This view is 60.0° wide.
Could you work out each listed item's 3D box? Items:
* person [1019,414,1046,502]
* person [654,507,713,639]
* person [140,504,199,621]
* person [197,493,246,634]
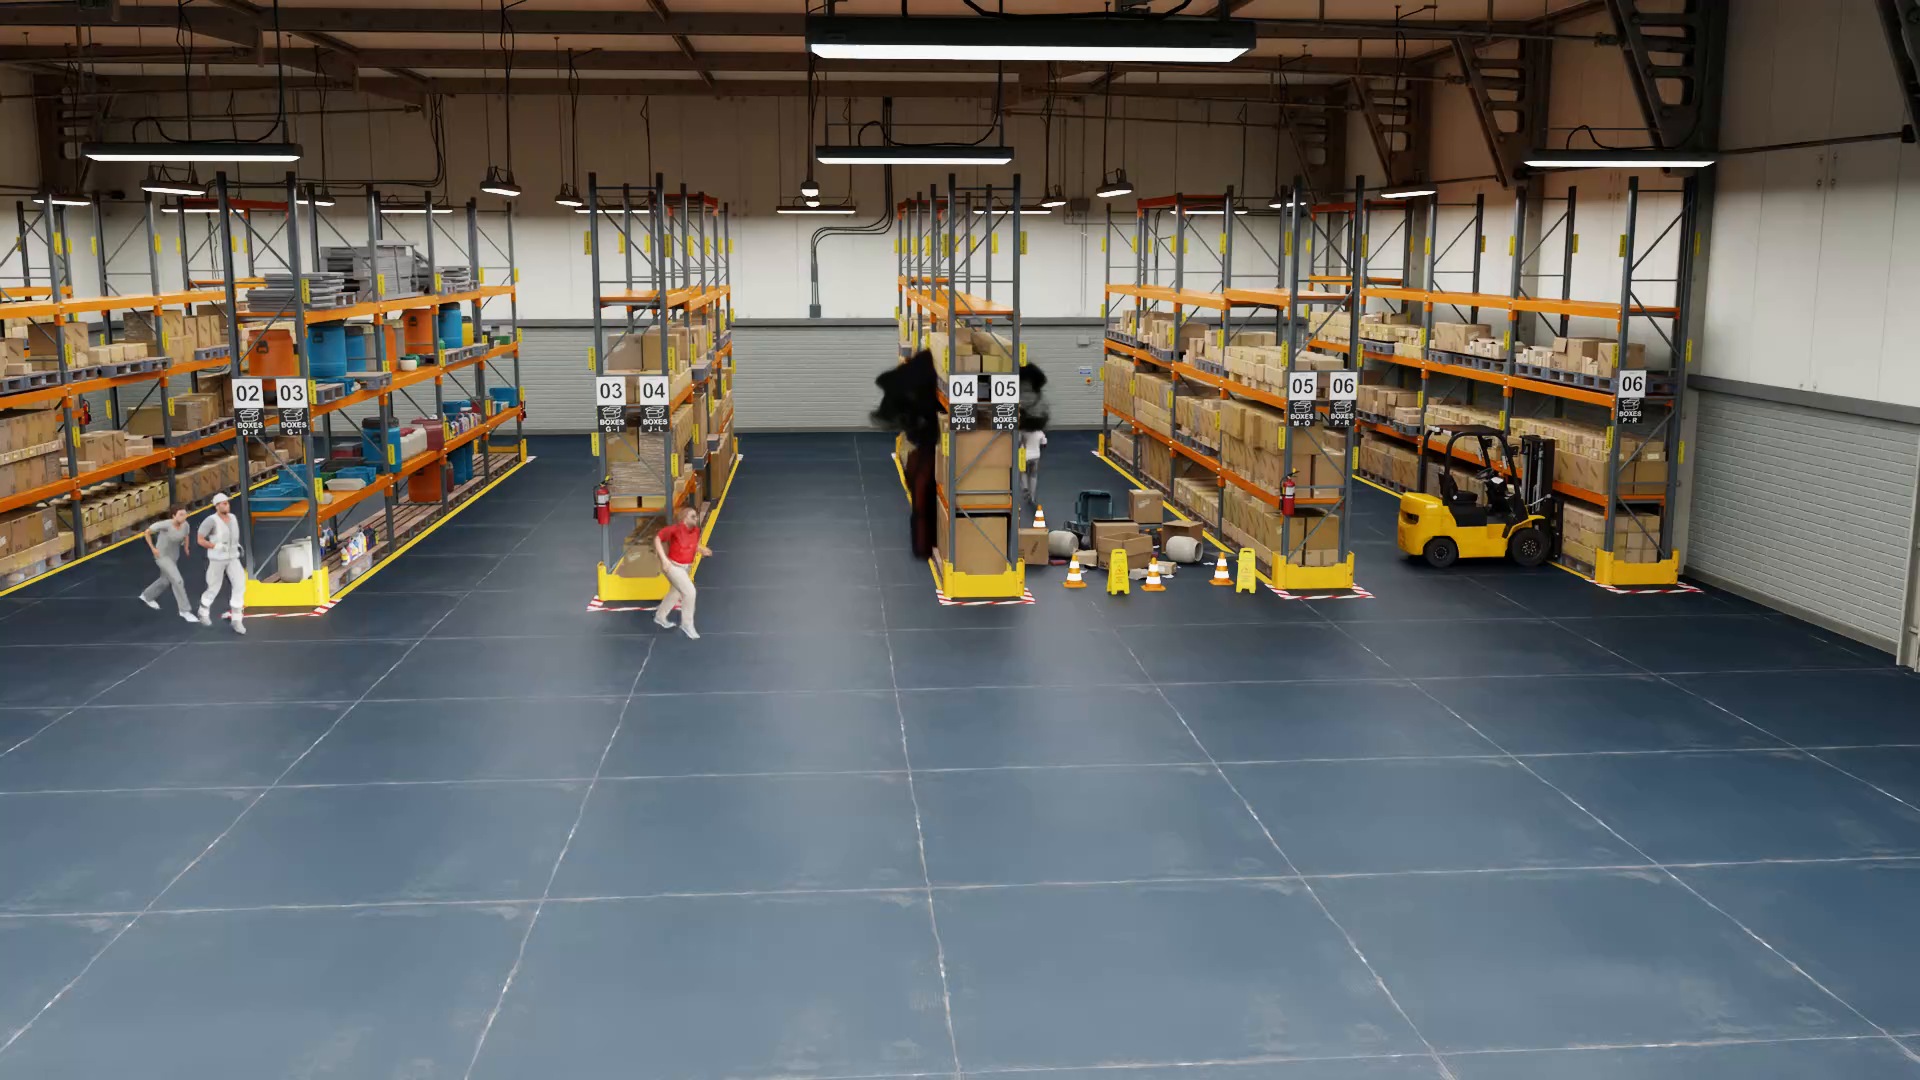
[{"bbox_3d":[1.365,-1.644,32.984,0.682,1.716,0.700,-1,10,-5],"label":"person"},{"bbox_3d":[-3.674,0.420,21.622,0.932,1.738,0.677,5,11,27],"label":"person"},{"bbox_3d":[-10.801,0.295,22.560,1.003,1.625,0.602,5,11,27],"label":"person"},{"bbox_3d":[-9.709,0.286,21.915,0.875,1.815,0.695,7,12,34],"label":"person"}]
